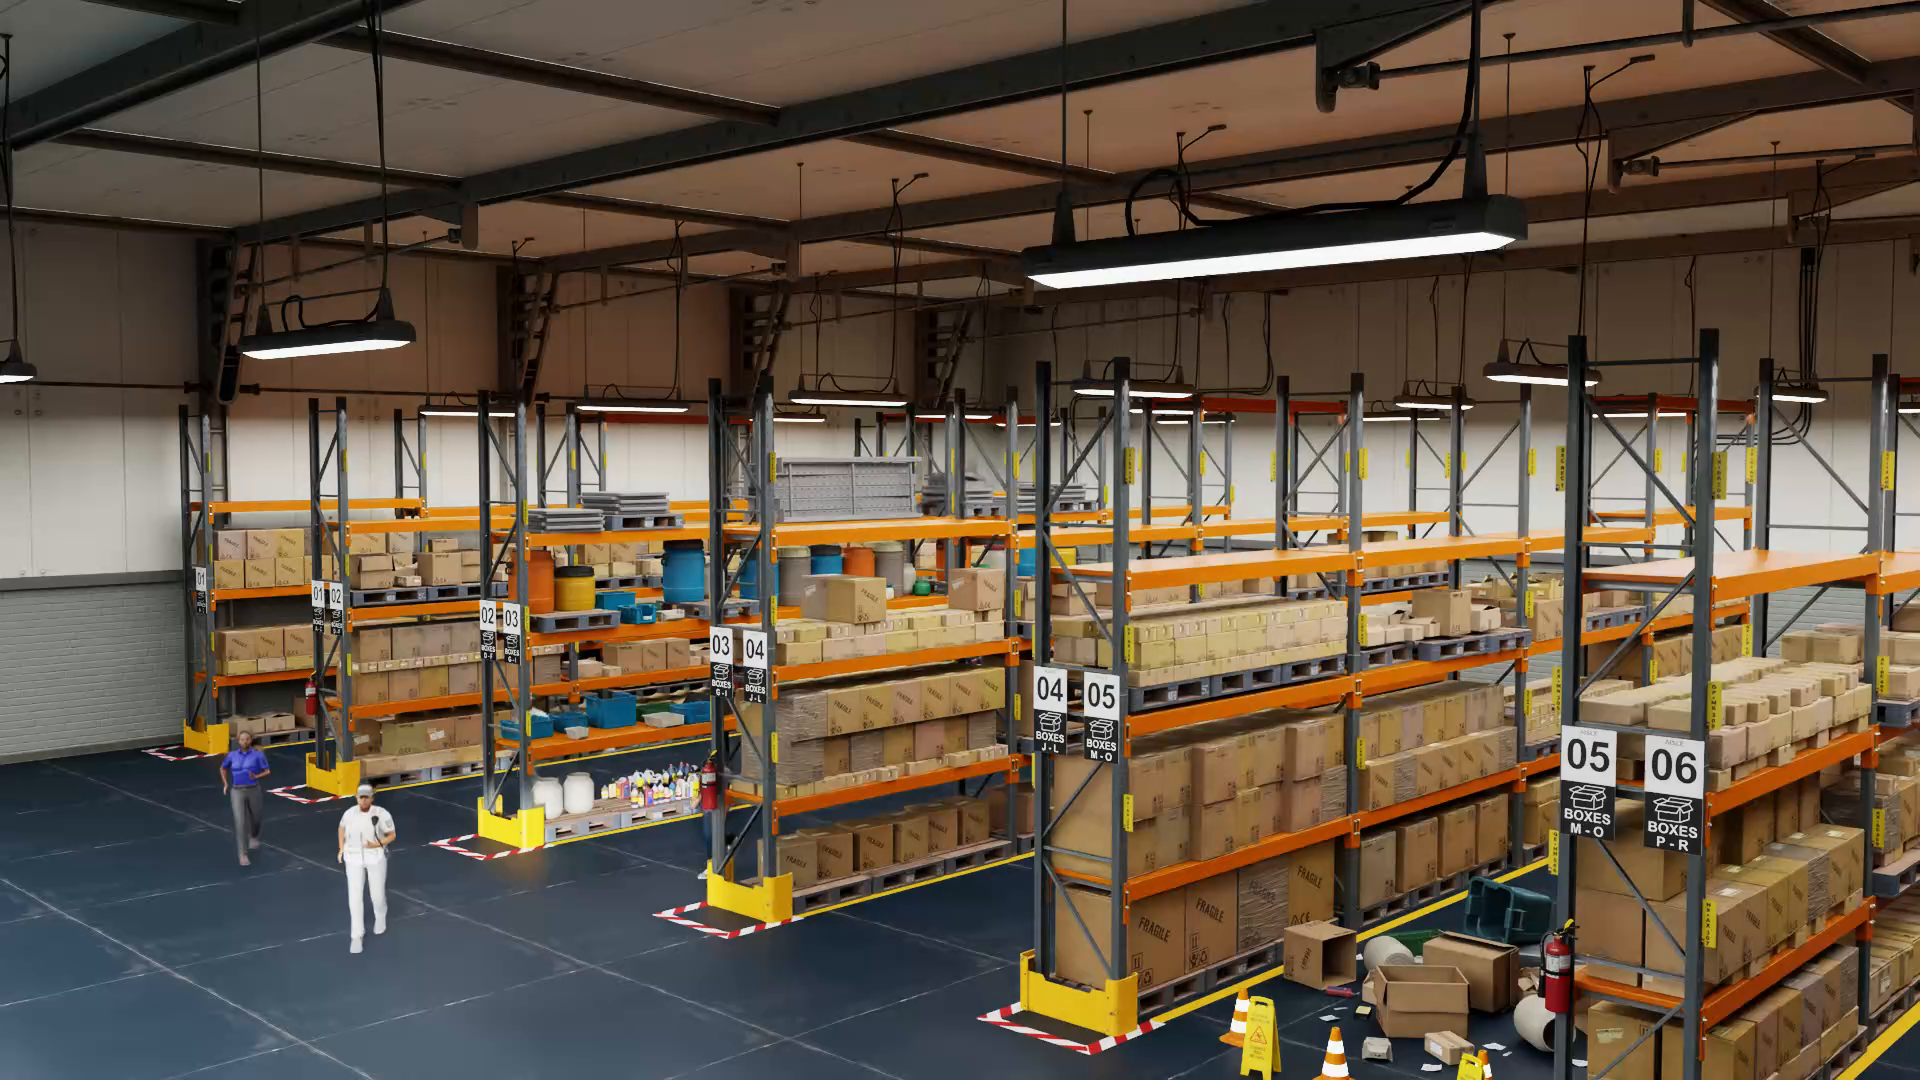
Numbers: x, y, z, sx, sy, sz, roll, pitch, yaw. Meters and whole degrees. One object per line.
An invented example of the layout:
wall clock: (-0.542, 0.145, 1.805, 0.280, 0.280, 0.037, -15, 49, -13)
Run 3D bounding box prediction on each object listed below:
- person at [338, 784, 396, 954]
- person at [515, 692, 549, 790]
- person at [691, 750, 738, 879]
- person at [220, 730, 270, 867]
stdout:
person: (-6.235, 3.396, 17.478, 0.606, 1.679, 0.866, -1, 3, -12)
person: (-6.267, 3.050, 24.199, 0.541, 1.735, 0.718, 2, 4, 34)
person: (-2.945, 3.318, 20.356, 0.542, 1.573, 0.694, 2, 4, 38)
person: (-9.021, 3.218, 21.004, 0.581, 1.634, 0.931, -1, 3, -25)
